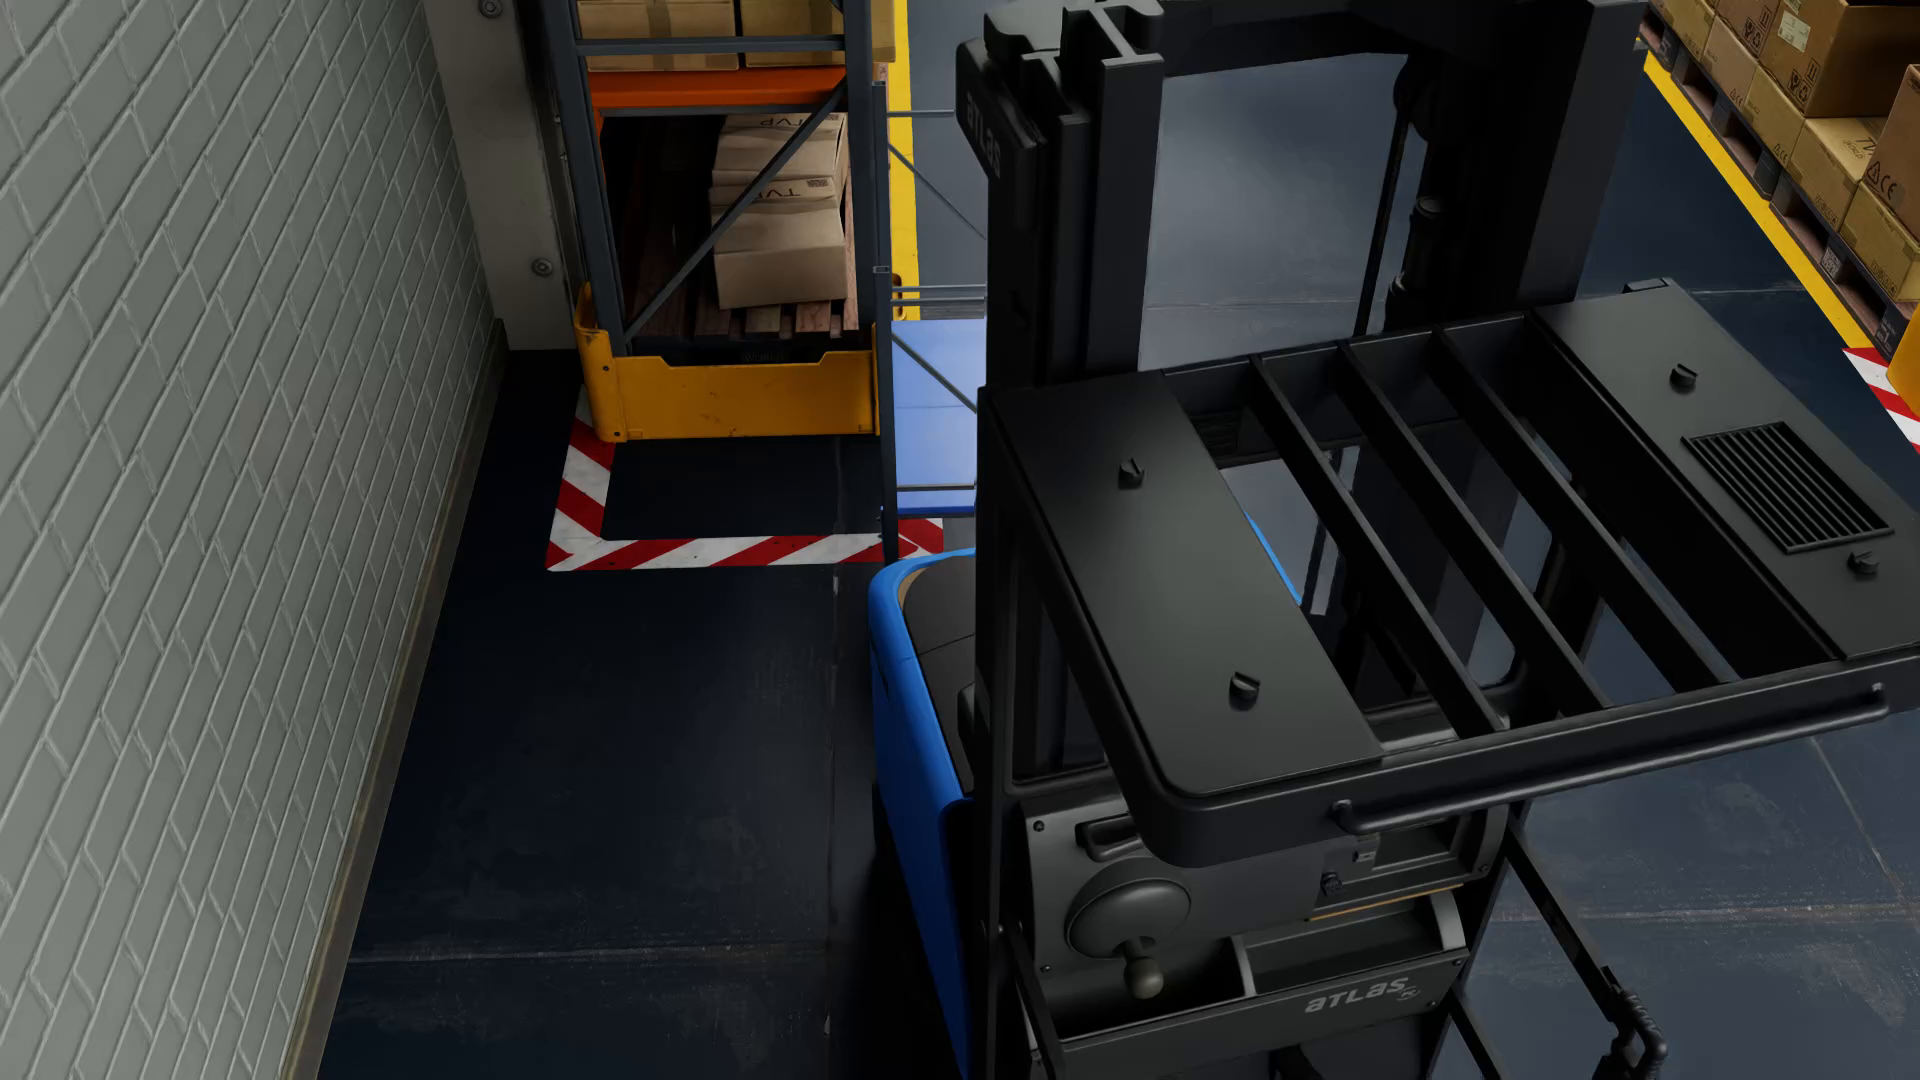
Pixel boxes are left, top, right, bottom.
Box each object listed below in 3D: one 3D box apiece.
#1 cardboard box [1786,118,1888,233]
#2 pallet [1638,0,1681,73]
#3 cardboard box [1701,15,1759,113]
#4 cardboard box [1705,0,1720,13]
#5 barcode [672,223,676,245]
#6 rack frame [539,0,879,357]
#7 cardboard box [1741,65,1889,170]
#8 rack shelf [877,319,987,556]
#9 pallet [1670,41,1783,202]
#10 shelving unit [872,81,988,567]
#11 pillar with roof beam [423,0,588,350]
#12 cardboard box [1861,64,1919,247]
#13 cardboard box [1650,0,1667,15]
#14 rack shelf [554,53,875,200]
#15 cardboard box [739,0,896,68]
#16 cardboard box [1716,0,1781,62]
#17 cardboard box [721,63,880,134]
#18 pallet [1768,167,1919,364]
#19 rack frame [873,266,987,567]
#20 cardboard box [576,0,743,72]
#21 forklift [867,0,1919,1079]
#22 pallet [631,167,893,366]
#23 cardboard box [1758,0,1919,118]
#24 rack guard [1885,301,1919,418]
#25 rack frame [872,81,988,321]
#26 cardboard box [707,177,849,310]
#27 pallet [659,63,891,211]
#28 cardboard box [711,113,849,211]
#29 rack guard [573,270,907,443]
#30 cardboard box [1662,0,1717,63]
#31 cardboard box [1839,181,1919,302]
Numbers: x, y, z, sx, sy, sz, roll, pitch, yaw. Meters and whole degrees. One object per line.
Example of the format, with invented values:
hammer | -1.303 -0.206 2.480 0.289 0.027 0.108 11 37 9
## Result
cardboard box | 3.822 -1.522 6.915 0.500 0.250 0.500 -2 43 -2
pallet | 3.995 -2.825 8.675 1.003 0.211 1.213 -2 43 -2
cardboard box | 3.779 -2.197 7.652 0.500 0.250 0.500 -2 43 -2
cardboard box | 3.752 -2.811 7.766 0.500 0.500 0.500 -2 43 -2
barcode | -1.116 -1.191 6.486 0.001 0.075 0.075 -2 43 -2
rack frame | -0.776 -1.546 5.216 1.000 3.000 0.127 -2 43 -2
cardboard box | 3.798 -1.860 7.283 0.500 0.250 0.500 -2 43 -2
rack shelf | 0.004 -0.363 5.302 0.538 0.185 1.000 -2 43 -2
pallet | 4.050 -1.999 7.775 1.003 0.211 1.213 -2 43 -2
shelving unit | 0.004 -0.495 5.180 0.538 1.500 1.048 -2 43 -2
pillar with roof beam | 2.631 -4.329 3.813 9.100 9.000 0.400 -2 43 -2
cardboard box | 3.853 -1.462 6.294 0.500 0.500 0.500 -2 43 -2
cardboard box | 3.736 -2.873 8.388 0.500 0.250 0.500 -2 43 -2
rack shelf | -0.861 -2.631 6.933 1.077 0.370 4.000 -2 43 -2
cardboard box | -0.480 -1.836 5.630 0.500 0.250 0.500 -3 43 -3
cardboard box | 3.776 -2.474 7.398 0.500 0.500 0.500 -2 43 -2
cardboard box | -0.721 -2.138 7.387 0.700 0.500 0.500 -4 43 -4
pallet | 4.098 -1.178 6.878 1.003 0.211 1.213 -2 43 -2
rack frame | 0.025 -0.152 4.806 0.500 1.500 0.032 -2 43 -2
cardboard box | -0.990 -1.808 5.599 0.500 0.250 0.500 -1 43 -1
forklift | 0.625 0.652 2.869 1.130 2.935 3.031 -10 43 -11
pallet | -0.779 -1.119 6.814 1.003 0.211 1.213 -2 43 -2
cardboard box | 3.796 -2.136 7.030 0.500 0.500 0.500 -2 43 -2
rack guard | 4.174 -0.753 6.201 1.175 0.500 0.348 -2 43 -2
rack frame | -0.018 -0.838 5.555 0.500 1.500 0.032 -2 43 -2
cardboard box | -0.716 -1.186 6.489 0.500 0.311 0.500 -6 43 -7
pallet | -0.828 -1.940 7.710 1.003 0.211 1.213 -2 43 -2
cardboard box | -0.740 -1.571 6.909 0.500 0.311 0.500 2 43 2
rack guard | -0.780 -0.676 6.117 1.175 0.500 0.348 -2 43 -2
cardboard box | 3.752 -2.535 8.020 0.500 0.250 0.500 -2 43 -2
cardboard box | 3.855 -1.185 6.547 0.500 0.250 0.500 -2 43 -2
